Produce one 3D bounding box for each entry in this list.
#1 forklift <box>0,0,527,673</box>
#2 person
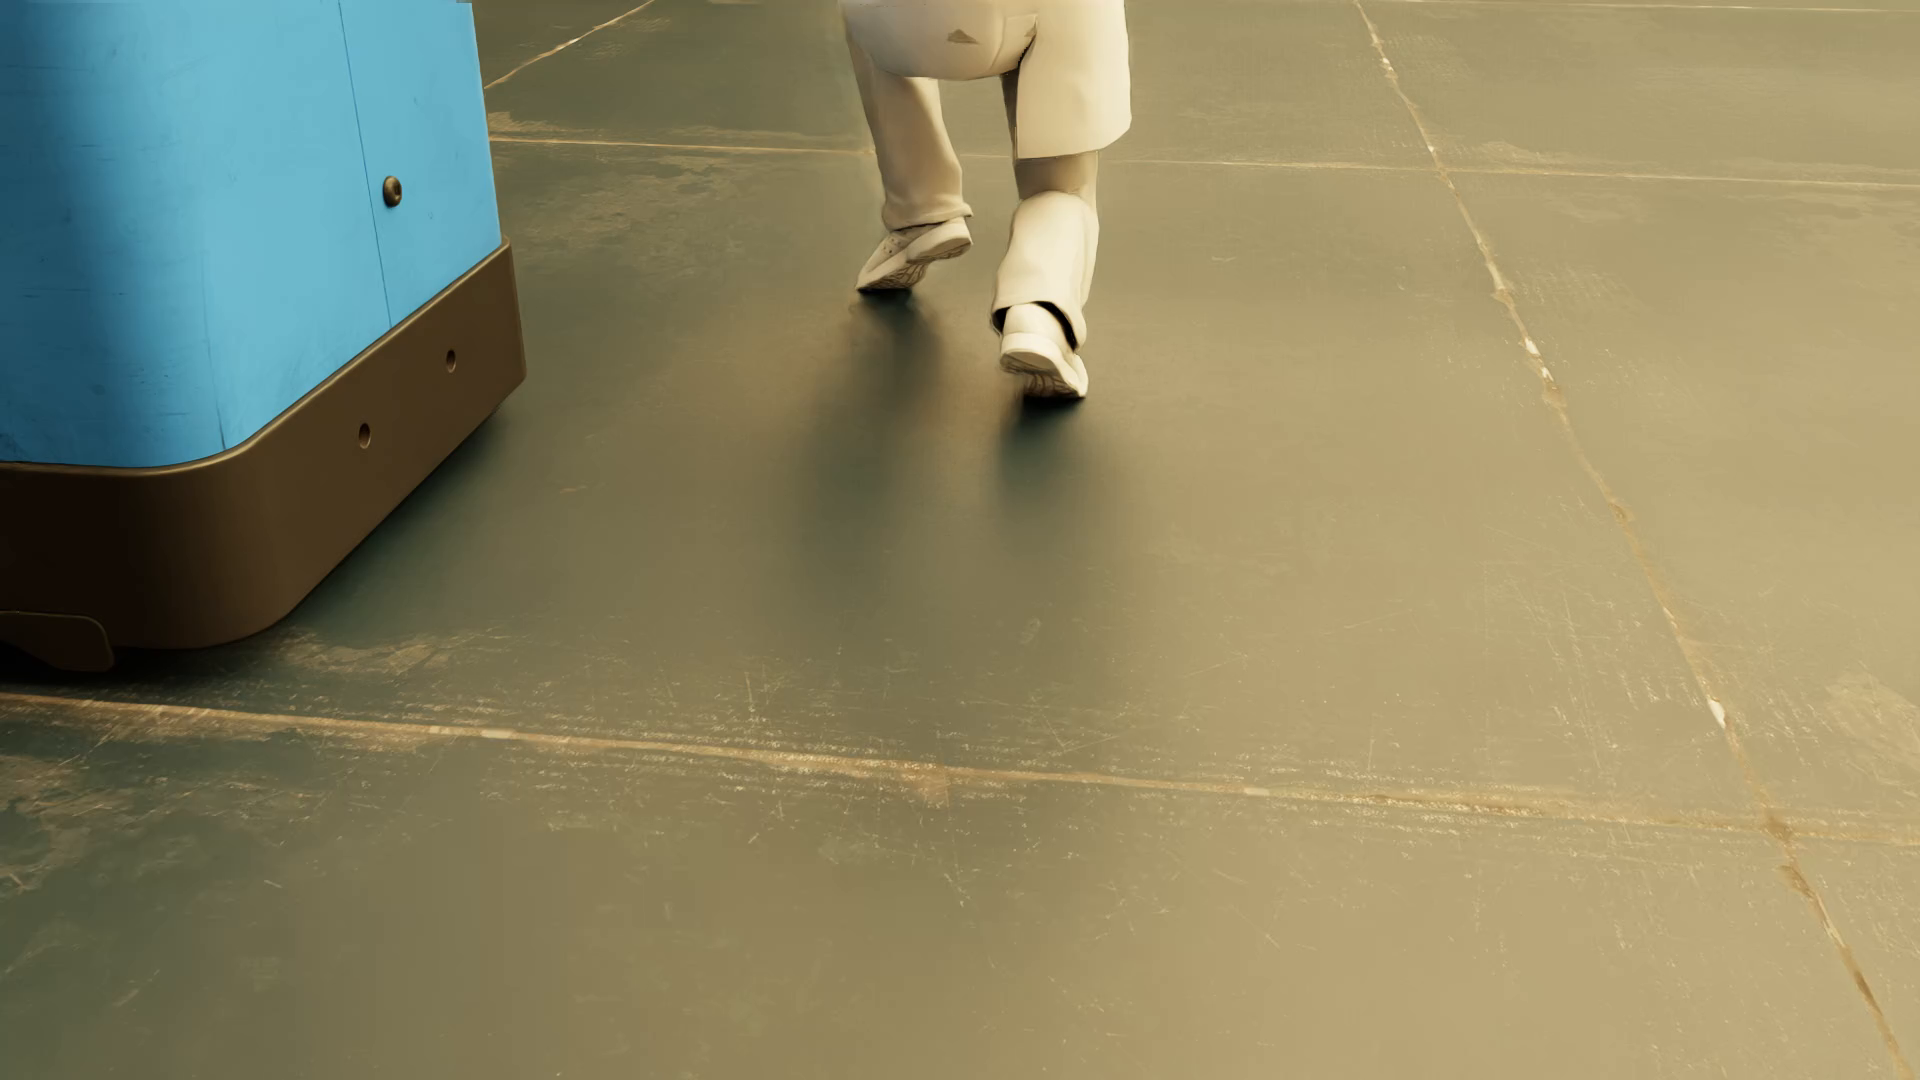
[{"bbox_3d":[-2.315,-1.424,2.071,3.031,2.935,1.130,3,27,7],"label":"forklift"},{"bbox_3d":[-0.196,-0.991,2.848,1.112,1.505,0.970,-10,28,-20],"label":"person"}]
